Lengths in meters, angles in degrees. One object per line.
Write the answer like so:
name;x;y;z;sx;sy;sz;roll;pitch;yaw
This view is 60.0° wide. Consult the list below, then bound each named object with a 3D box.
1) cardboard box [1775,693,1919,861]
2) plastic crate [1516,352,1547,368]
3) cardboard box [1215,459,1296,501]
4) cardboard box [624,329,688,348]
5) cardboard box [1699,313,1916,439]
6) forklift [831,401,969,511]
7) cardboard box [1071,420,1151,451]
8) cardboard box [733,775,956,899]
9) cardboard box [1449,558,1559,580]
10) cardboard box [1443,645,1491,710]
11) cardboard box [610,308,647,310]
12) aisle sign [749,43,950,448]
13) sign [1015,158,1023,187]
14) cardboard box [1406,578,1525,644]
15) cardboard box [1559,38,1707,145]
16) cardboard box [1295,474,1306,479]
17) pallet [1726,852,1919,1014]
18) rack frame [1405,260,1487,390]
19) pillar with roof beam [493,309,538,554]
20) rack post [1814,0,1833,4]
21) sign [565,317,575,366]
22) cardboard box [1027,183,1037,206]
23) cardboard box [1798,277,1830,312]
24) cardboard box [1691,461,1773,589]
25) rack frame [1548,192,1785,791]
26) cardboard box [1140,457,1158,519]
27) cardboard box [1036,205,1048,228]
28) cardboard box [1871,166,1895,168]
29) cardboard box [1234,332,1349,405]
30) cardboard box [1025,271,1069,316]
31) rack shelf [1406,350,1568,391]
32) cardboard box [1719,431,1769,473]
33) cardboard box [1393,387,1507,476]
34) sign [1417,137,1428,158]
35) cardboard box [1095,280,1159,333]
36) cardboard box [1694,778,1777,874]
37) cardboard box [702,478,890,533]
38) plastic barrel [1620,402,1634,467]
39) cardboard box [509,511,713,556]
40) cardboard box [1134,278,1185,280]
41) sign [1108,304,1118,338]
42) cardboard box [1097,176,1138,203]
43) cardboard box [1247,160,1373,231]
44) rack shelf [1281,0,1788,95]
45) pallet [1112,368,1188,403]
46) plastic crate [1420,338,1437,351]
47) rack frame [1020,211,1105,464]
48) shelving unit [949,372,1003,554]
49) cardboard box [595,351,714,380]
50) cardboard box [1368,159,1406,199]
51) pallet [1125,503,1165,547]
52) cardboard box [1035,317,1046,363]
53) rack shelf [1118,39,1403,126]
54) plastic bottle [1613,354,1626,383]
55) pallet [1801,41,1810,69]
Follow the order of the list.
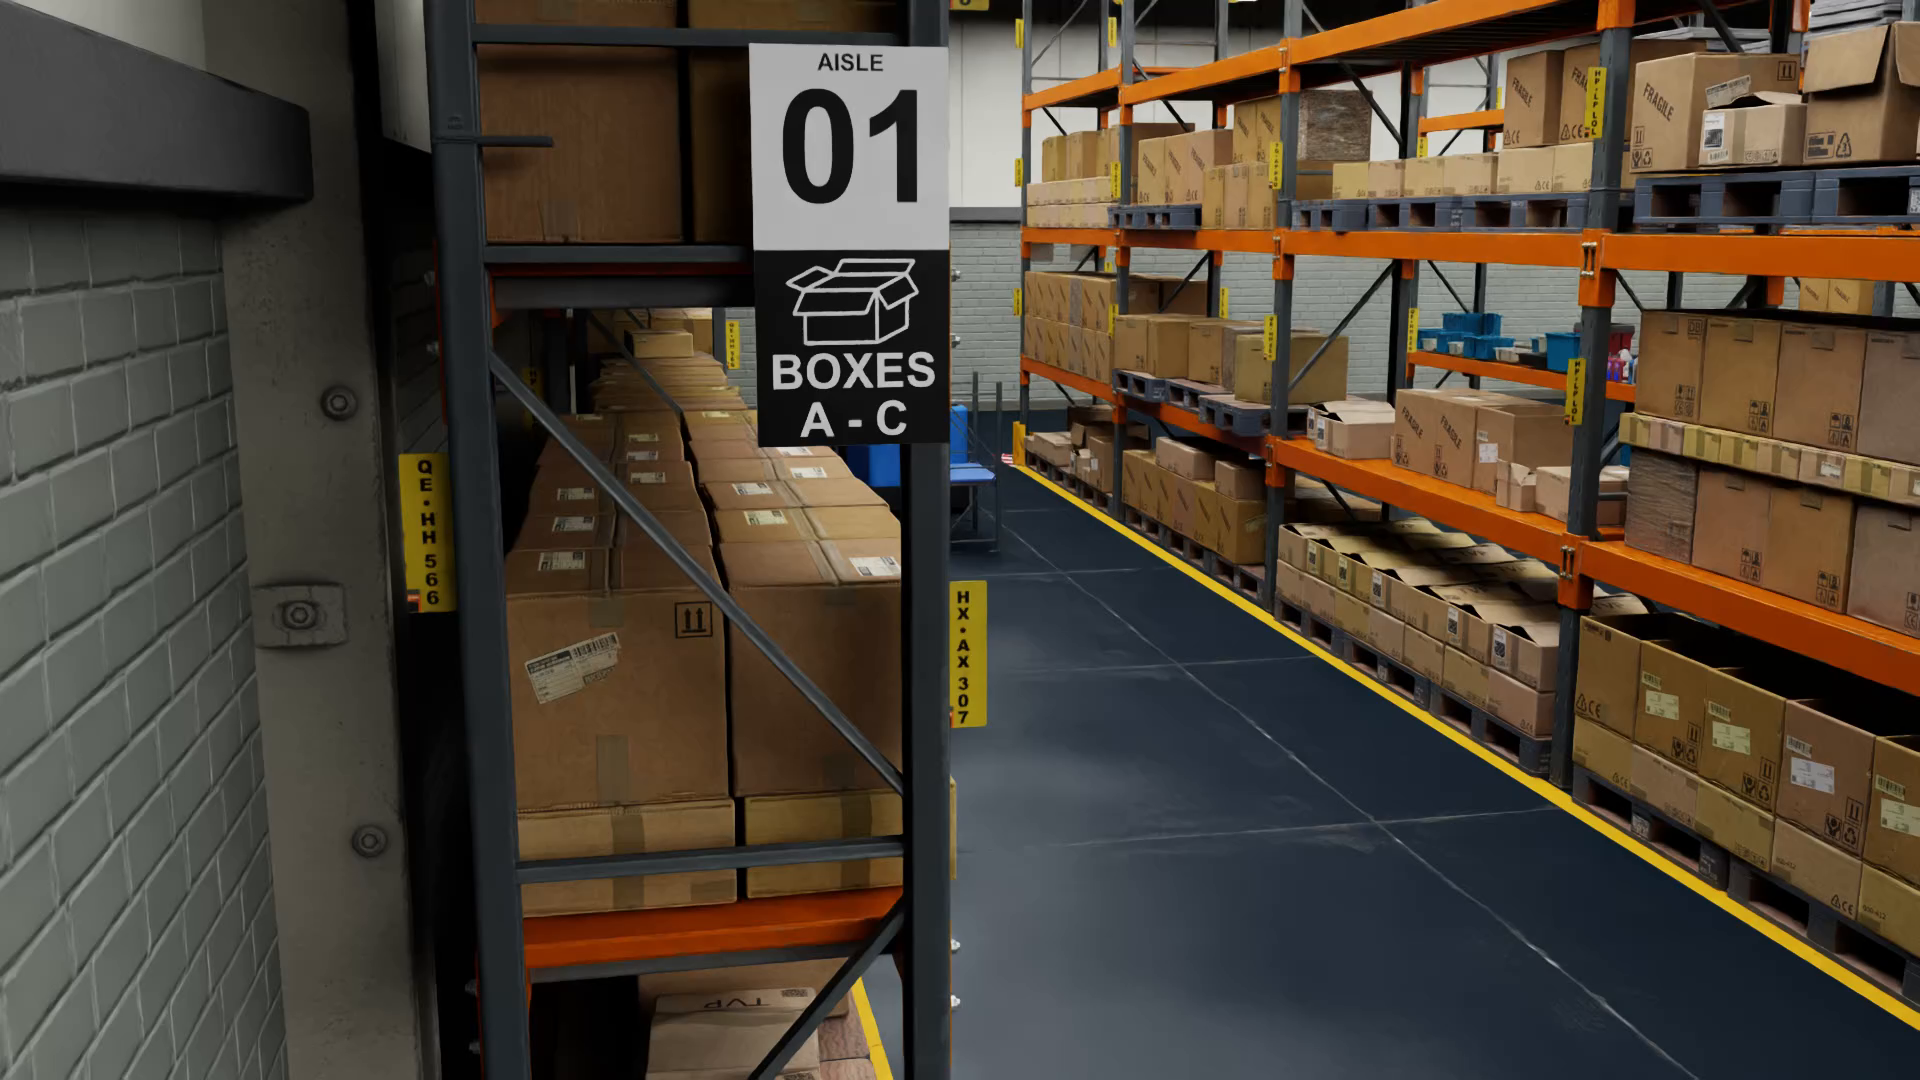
cardboard box;3.634;0.927;6.583;0.500;0.500;0.500;-2;11;-11
plastic crate;6.379;-1.957;18.086;0.437;0.125;0.590;-2;11;-11
cardboard box;2.352;-0.484;13.273;0.500;0.250;0.500;-2;11;-9
cardboard box;-1.983;-1.295;10.853;0.380;0.149;0.250;-4;11;-18
cardboard box;3.749;-0.733;7.343;0.700;0.500;0.500;-2;11;-11
forklift;-0.821;-1.947;17.641;1.130;2.935;3.031;-3;11;-17
cardboard box;1.631;-1.022;18.097;0.797;0.503;0.637;-2;11;-11
cardboard box;-0.307;0.657;4.125;0.500;0.250;0.500;-2;11;-13
cardboard box;3.421;0.282;10.479;0.500;0.311;0.500;-2;11;-9
cardboard box;3.095;0.765;9.436;0.500;0.250;0.500;-2;11;-12
cardboard box;-2.715;-1.703;13.055;0.500;0.250;0.500;-2;11;-12
aisle sign;-0.215;-0.581;3.327;0.394;0.787;0.004;-2;11;-11
sign;0.691;-4.305;19.484;0.100;0.325;0.005;-2;11;-11
cardboard box;2.995;0.398;9.869;0.500;0.311;0.500;-2;11;-11
cardboard box;3.476;-2.310;8.613;0.500;0.500;0.500;-2;11;-10
cardboard box;2.664;-0.320;14.416;0.500;0.500;0.500;-3;11;-13
pallet;3.911;1.521;6.695;1.003;0.211;1.213;-2;11;-11
rack frame;6.083;-2.601;20.893;1.000;3.000;0.127;-2;11;-11
pillar with roof beam;1.548;-3.607;10.135;9.100;9.000;0.400;-2;11;-11
rack post;7.391;-4.473;13.307;0.624;0.289;0.986;-2;11;-11
sign;-2.623;-1.321;11.074;0.100;0.325;0.005;-2;11;-11
cardboard box;1.068;-3.963;19.092;0.500;0.250;0.500;-2;11;-11
cardboard box;10.867;-3.032;20.759;0.500;0.500;0.500;-2;11;-12
cardboard box;3.758;-0.092;7.444;0.700;0.500;0.500;-2;11;-12
rack frame;3.557;-0.221;8.387;1.000;3.000;0.127;-2;11;-11
cardboard box;1.971;-0.481;15.264;0.500;0.500;0.500;-2;11;-10
cardboard box;1.158;-3.626;18.656;0.500;0.250;0.500;-2;11;-11
cardboard box;4.060;-1.635;6.967;0.380;0.149;0.250;-2;11;-11
cardboard box;2.546;-1.321;12.778;0.700;0.500;0.500;-6;12;-30
cardboard box;1.051;-2.871;19.369;0.500;0.500;0.500;-2;11;-9
rack shelf;6.472;-1.881;19.033;1.077;0.370;4.000;-2;11;-11
cardboard box;3.573;-0.391;7.278;0.380;0.149;0.250;-2;11;-12
cardboard box;3.121;-0.696;10.618;0.500;0.500;0.500;-3;11;-14
sign;3.325;-2.739;12.003;0.100;0.325;0.005;-2;11;-11
cardboard box;1.649;-2.311;16.430;0.500;0.500;0.500;-2;11;-11
cardboard box;3.534;1.204;7.134;0.500;0.250;0.500;-2;11;-11
cardboard box;-0.502;0.105;5.019;0.500;0.500;0.500;-2;11;-13
plastic barrel;6.950;-0.942;16.668;0.600;0.901;0.708;-2;11;-11
cardboard box;-0.912;0.218;4.425;0.500;0.500;0.500;-2;11;-10
cardboard box;2.085;-2.419;16.998;0.500;0.500;0.500;-2;11;-13
sign;1.470;-2.092;15.904;0.100;0.325;0.005;-2;11;-11
cardboard box;1.640;-3.413;16.199;0.500;0.250;0.500;-2;11;-11
cardboard box;2.661;-2.556;12.365;0.910;0.500;0.500;-2;11;-11
rack shelf;3.168;-2.985;9.858;1.077;0.370;4.000;-2;11;-11
pallet;2.049;-1.443;15.323;1.003;0.211;1.213;-2;11;-11
plastic crate;5.789;-2.382;20.286;0.250;0.136;0.298;-2;11;-11
rack frame;1.223;-2.421;19.950;1.000;3.000;0.127;-2;11;-11
shelving unit;0.017;-0.721;15.028;0.538;1.500;1.048;-2;11;-11
cardboard box;-1.978;-0.953;10.790;0.700;0.500;0.500;-3;11;-18
cardboard box;3.042;-2.384;11.007;0.500;0.250;0.500;-2;11;-9
pallet;2.196;-0.170;15.580;1.003;0.211;1.213;-2;11;-11
cardboard box;1.156;-2.285;18.967;0.500;0.500;0.500;-2;11;-12
rack shelf;2.390;-3.718;13.712;1.077;0.370;4.000;-2;11;-11
plastic bottle;6.539;-1.703;16.486;0.061;0.283;0.133;-2;11;-11
pallet;7.528;-3.925;13.379;1.213;0.211;1.003;-2;11;-11
